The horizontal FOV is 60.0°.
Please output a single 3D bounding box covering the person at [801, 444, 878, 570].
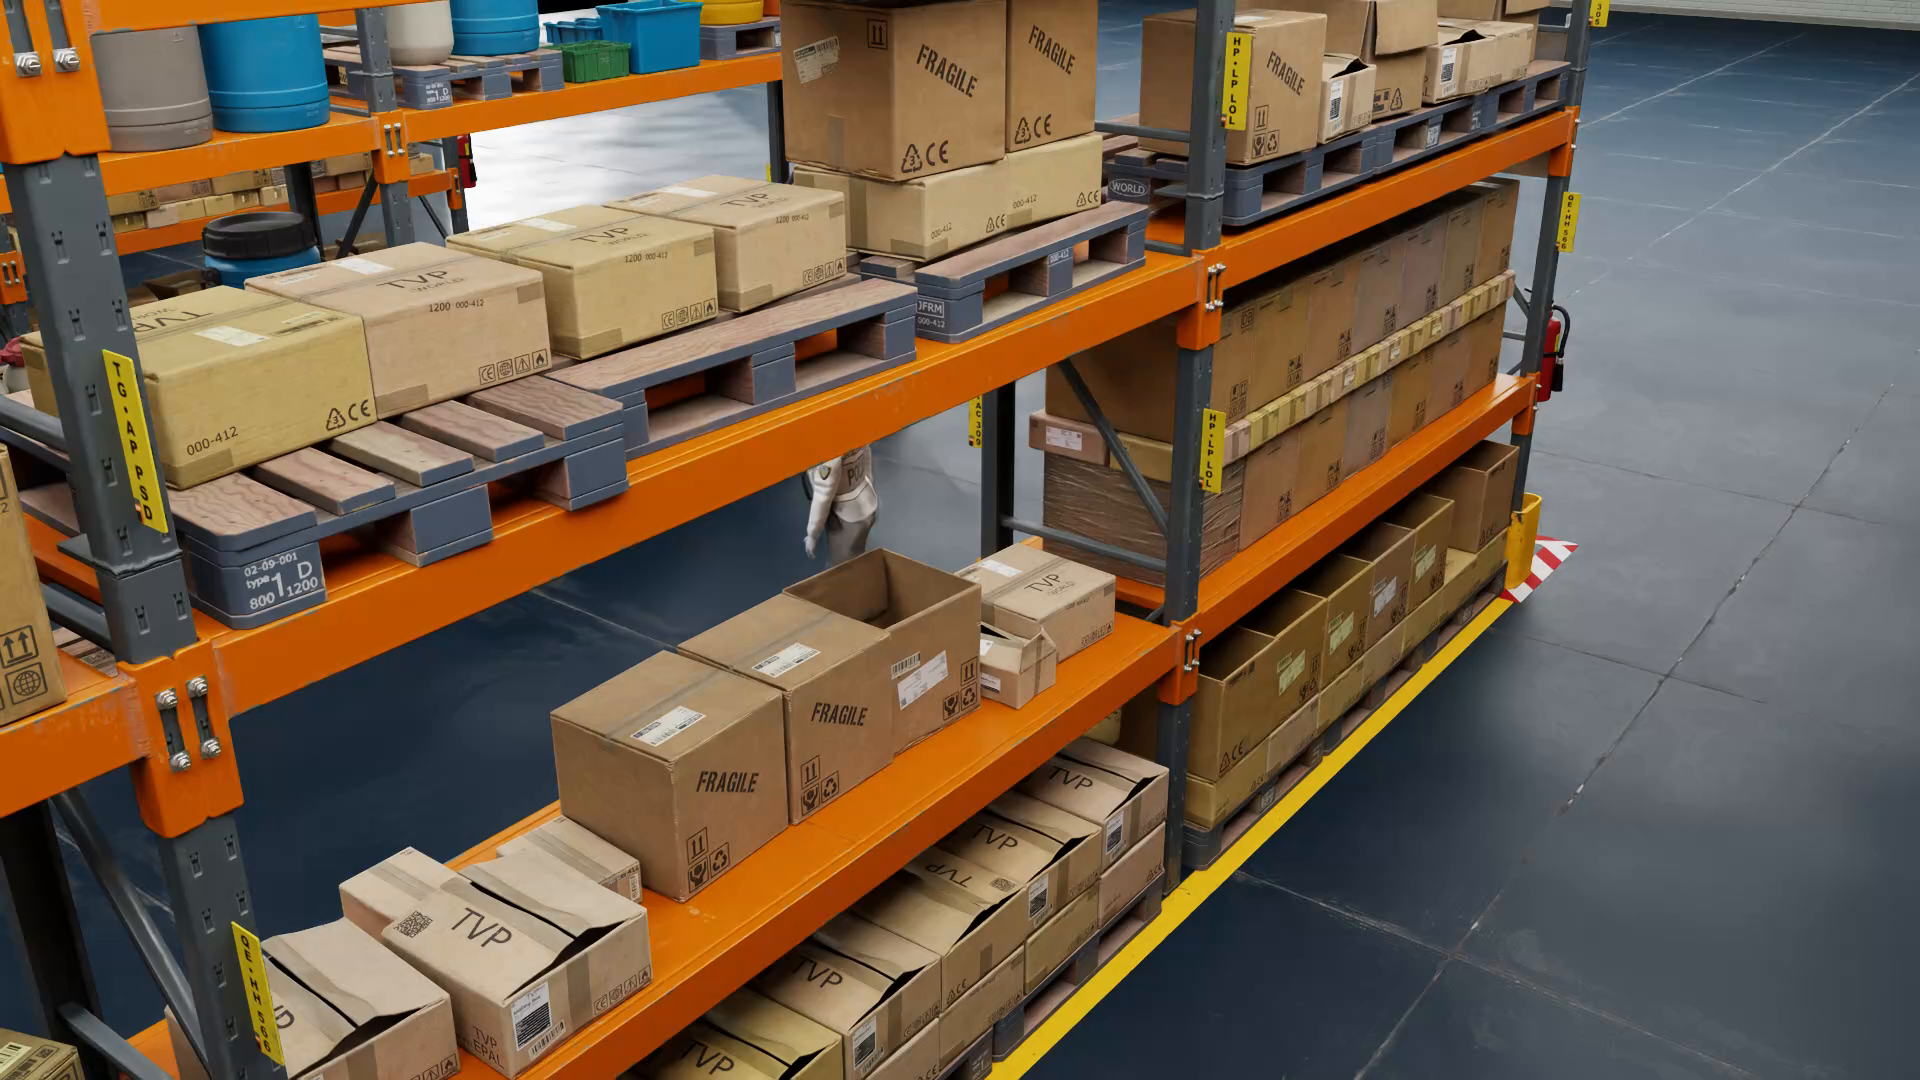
[{"bbox_3d":[-0.688,-0.114,8.814,0.679,1.647,0.536,6,24,14],"label":"person"}]
